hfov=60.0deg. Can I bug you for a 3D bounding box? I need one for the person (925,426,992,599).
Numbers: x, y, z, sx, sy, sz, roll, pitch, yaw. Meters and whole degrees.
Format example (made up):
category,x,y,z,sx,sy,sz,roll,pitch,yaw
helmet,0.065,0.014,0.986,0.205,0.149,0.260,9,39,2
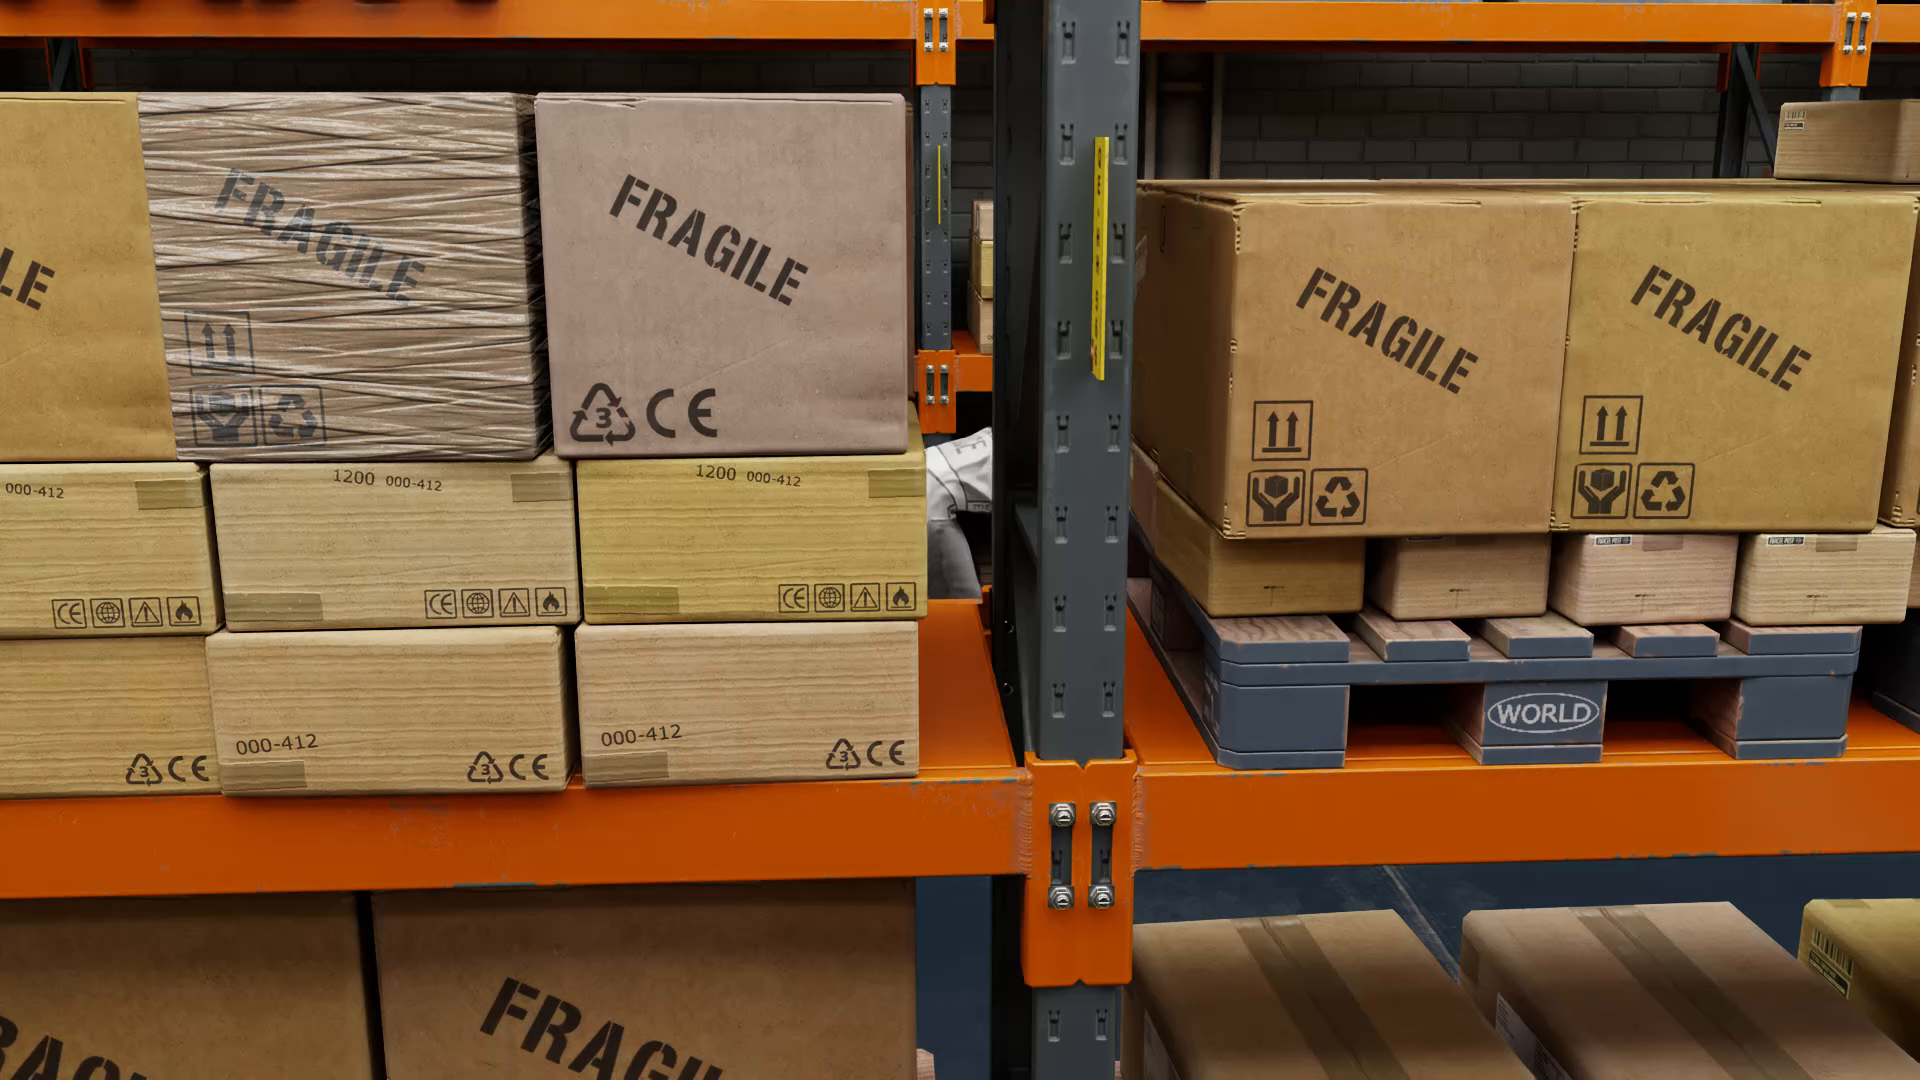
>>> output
category,x,y,z,sx,sy,sz,roll,pitch,yaw
person,0.150,0.084,6.562,0.920,1.238,0.416,-2,14,-10
